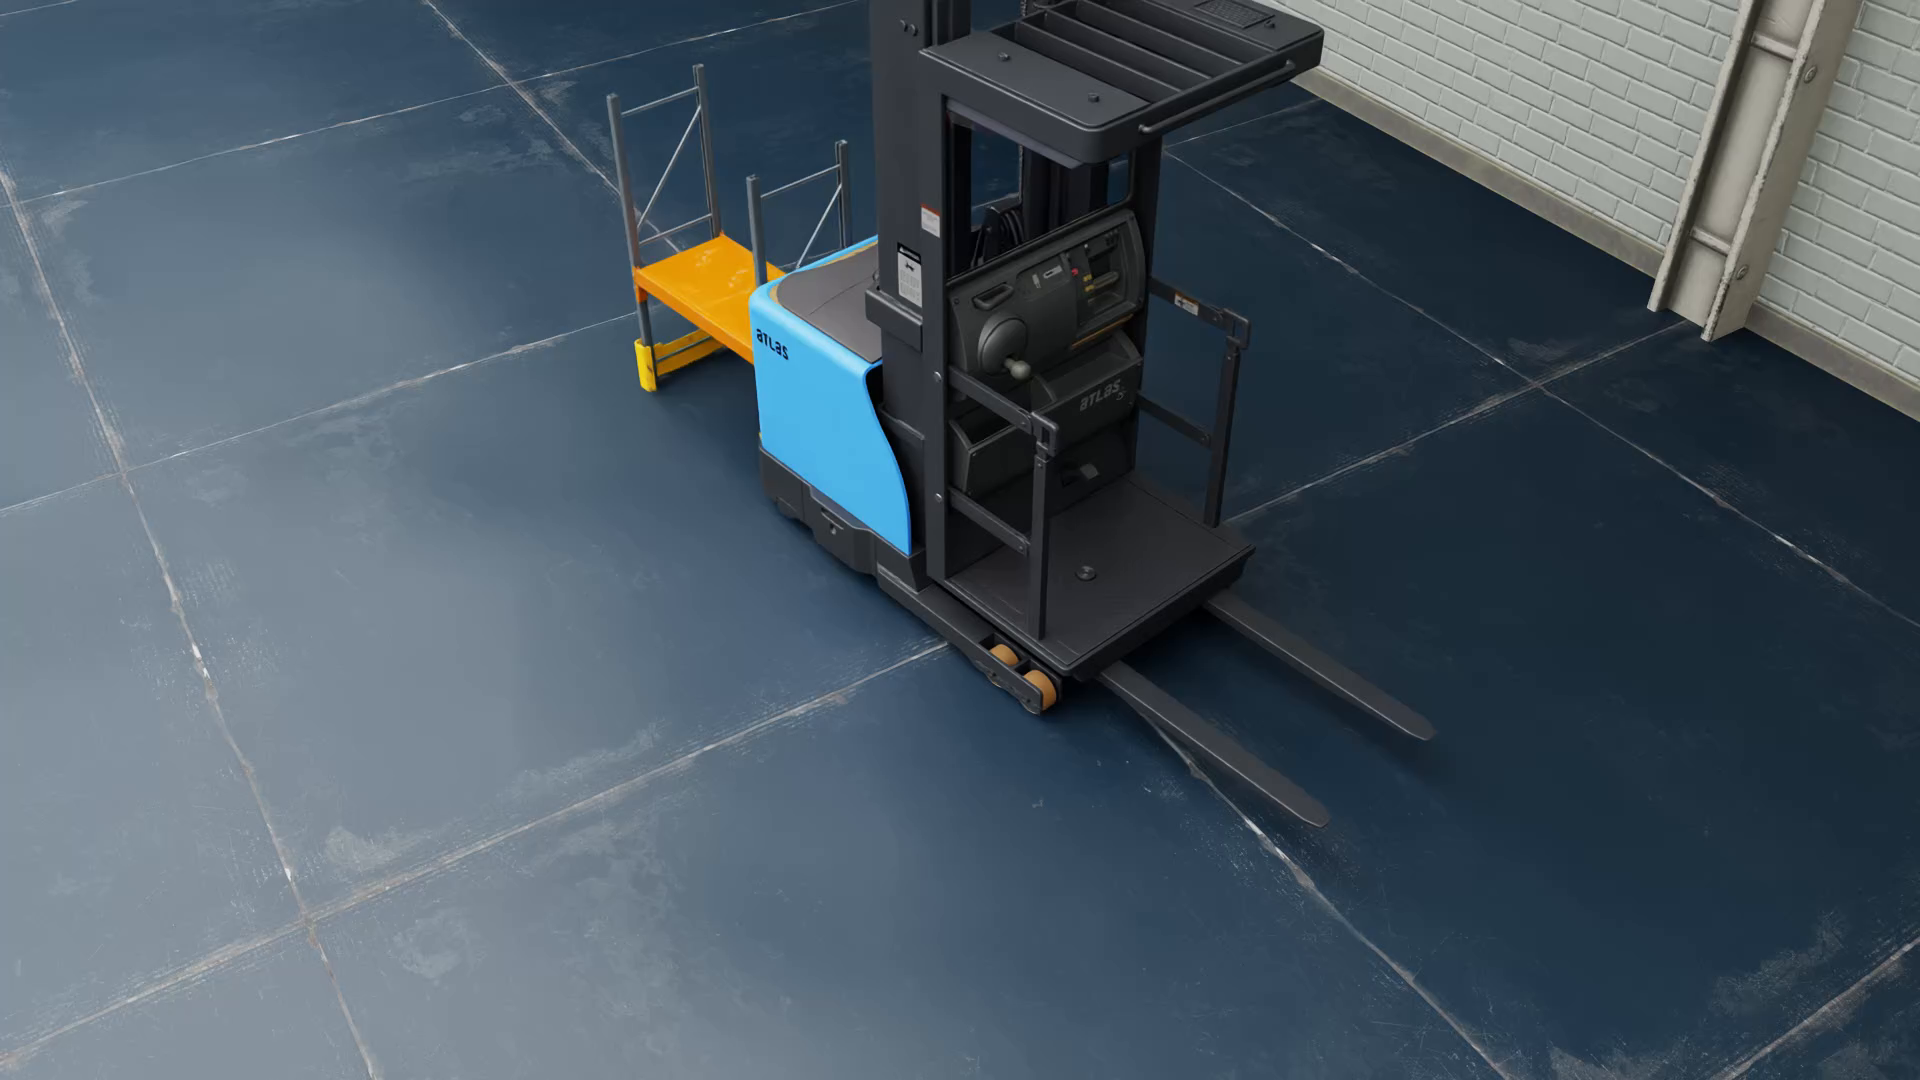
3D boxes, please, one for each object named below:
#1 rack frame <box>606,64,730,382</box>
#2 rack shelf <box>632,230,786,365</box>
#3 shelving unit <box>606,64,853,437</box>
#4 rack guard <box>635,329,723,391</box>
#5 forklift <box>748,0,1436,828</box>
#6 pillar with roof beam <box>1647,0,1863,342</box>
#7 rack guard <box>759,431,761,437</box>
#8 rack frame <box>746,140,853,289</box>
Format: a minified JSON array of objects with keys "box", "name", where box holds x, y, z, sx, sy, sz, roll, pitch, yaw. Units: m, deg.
[{"box":[-1.341,-1.453,7.822,0.500,1.500,0.032,-30,48,-31],"name":"rack frame"},{"box":[-1.000,-1.073,7.647,0.538,0.185,1.000,-30,48,-31],"name":"rack shelf"},{"box":[-0.994,-1.207,7.527,0.587,1.500,1.083,-30,48,-31],"name":"shelving unit"},{"box":[-1.328,-0.963,8.211,0.587,0.250,0.087,-30,48,-31],"name":"rack guard"},{"box":[0.476,-0.827,5.953,1.130,2.935,3.031,-30,48,-31],"name":"forklift"},{"box":[0.203,-3.141,3.990,9.100,9.000,0.400,-22,45,-24],"name":"pillar with roof beam"},{"box":[-0.660,-0.490,7.643,0.587,0.250,0.087,-30,48,-31],"name":"rack guard"},{"box":[-0.660,-0.970,7.242,0.500,1.500,0.032,-30,48,-31],"name":"rack frame"}]
